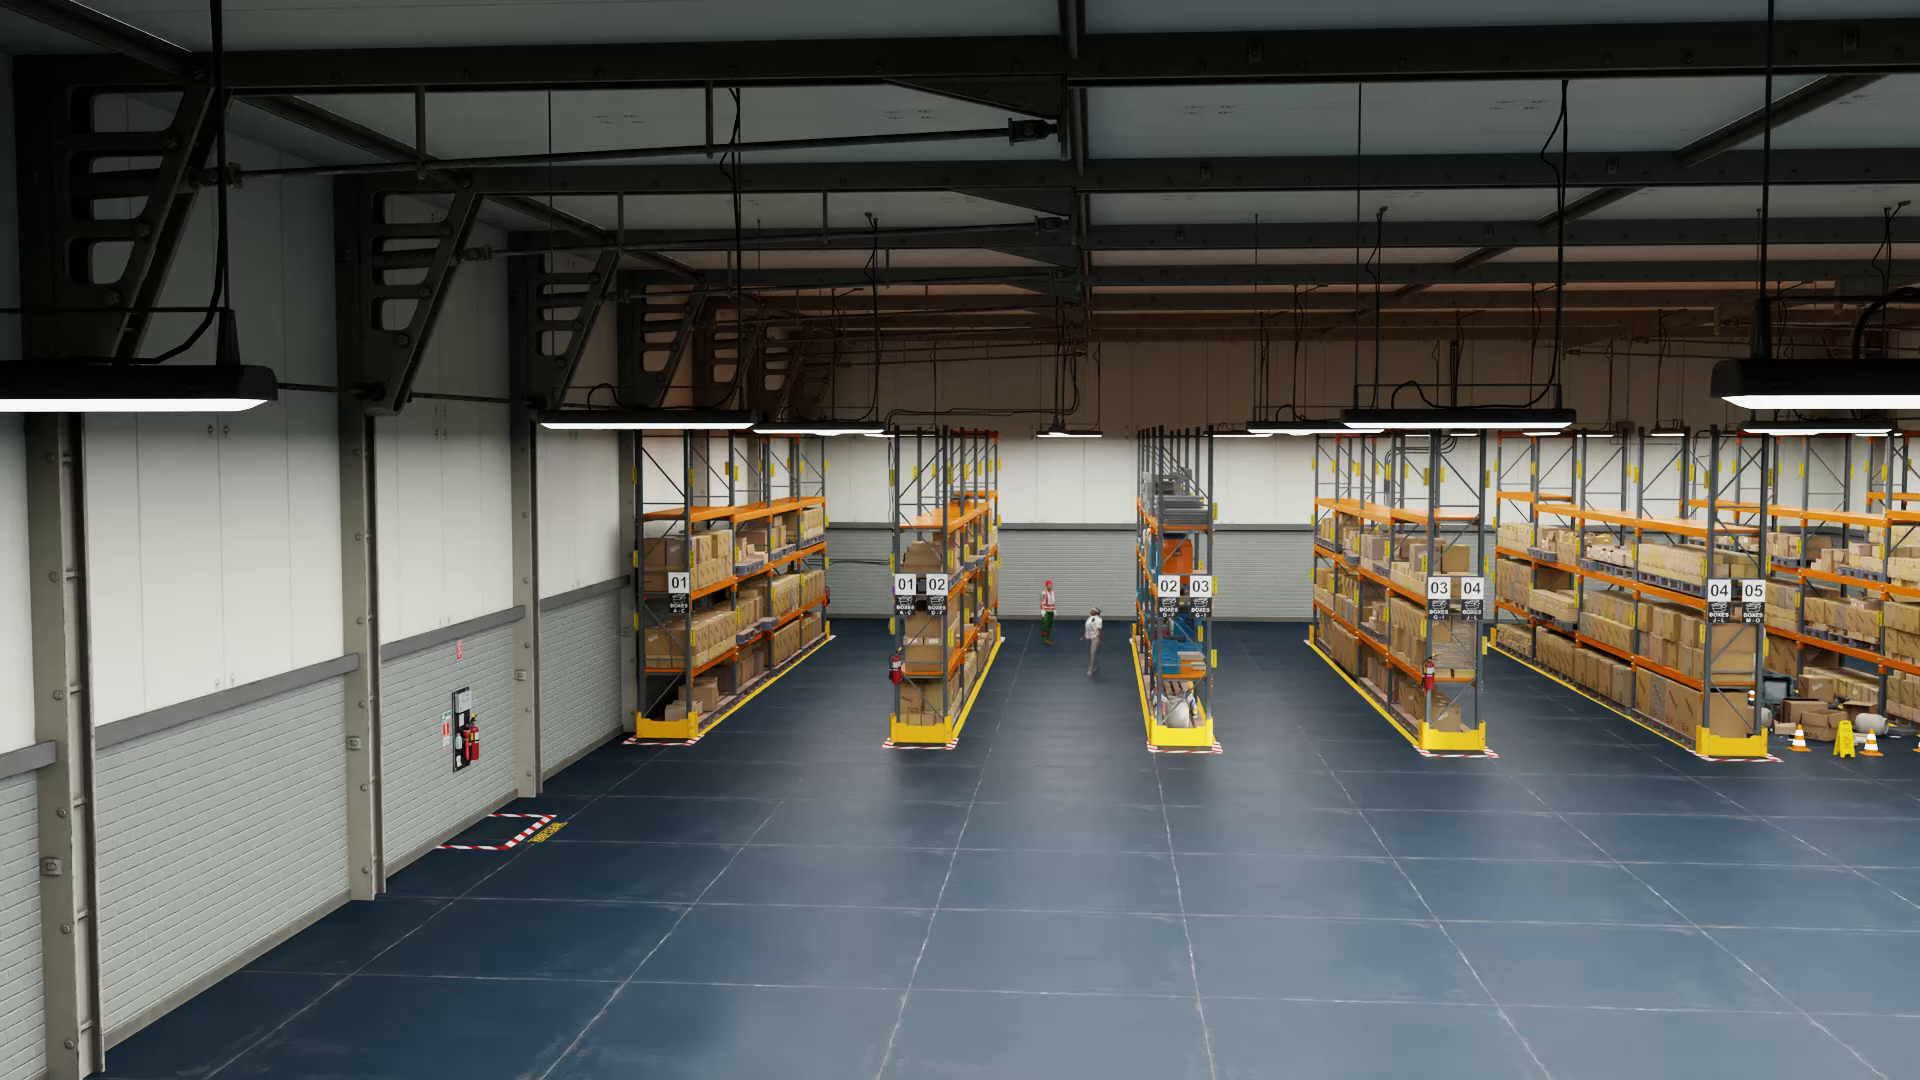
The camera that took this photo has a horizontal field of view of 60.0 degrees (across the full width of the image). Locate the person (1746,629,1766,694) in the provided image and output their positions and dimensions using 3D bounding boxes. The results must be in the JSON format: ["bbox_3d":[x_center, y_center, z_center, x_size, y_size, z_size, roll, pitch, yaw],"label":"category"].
[{"bbox_3d":[17.812,2.593,37.304,0.638,1.822,0.580,-1,3,-9],"label":"person"}]

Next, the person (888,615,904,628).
[{"bbox_3d":[-1.680,1.892,49.546,0.969,1.724,0.645,1,4,22],"label":"person"}]

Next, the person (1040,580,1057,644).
[{"bbox_3d":[2.493,2.019,46.635,0.563,1.797,0.447,-3,4,-36],"label":"person"}]

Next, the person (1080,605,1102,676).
[{"bbox_3d":[3.207,2.429,40.640,0.514,1.676,0.745,3,4,39],"label":"person"}]
